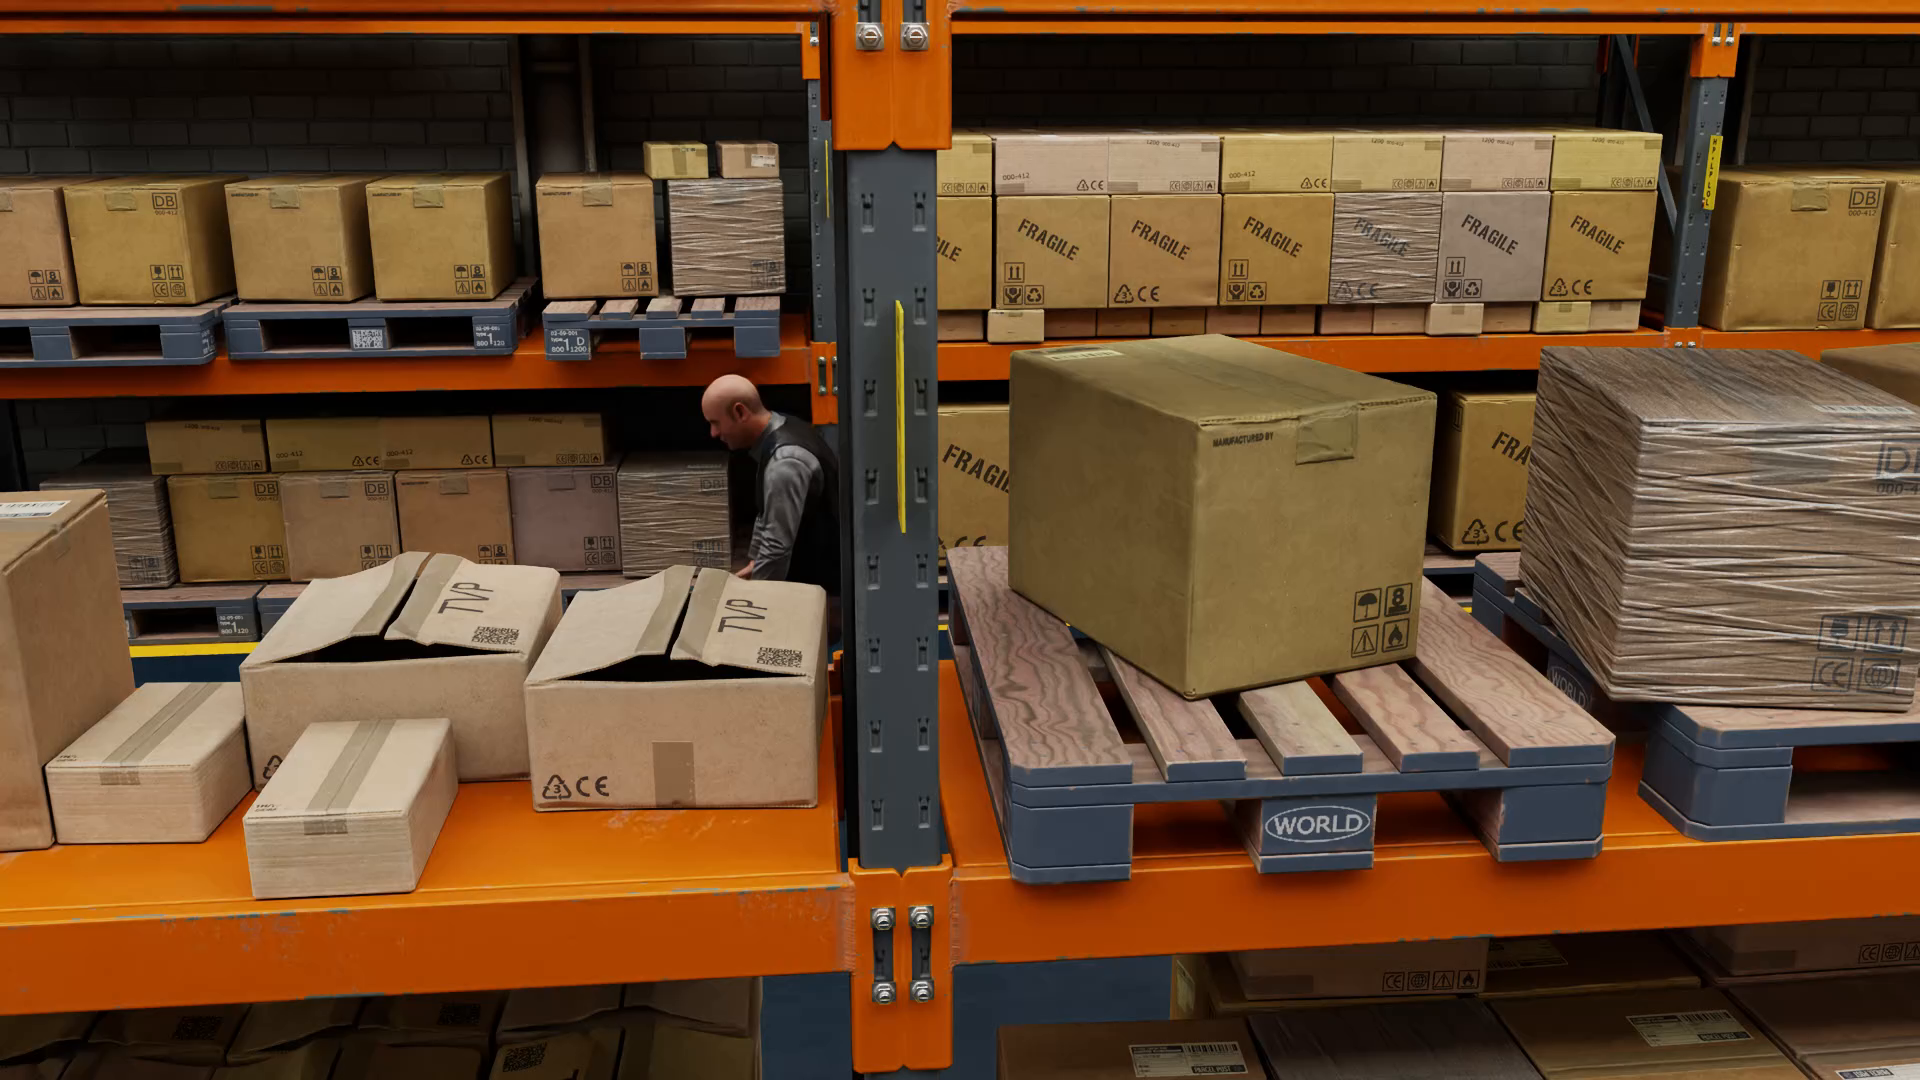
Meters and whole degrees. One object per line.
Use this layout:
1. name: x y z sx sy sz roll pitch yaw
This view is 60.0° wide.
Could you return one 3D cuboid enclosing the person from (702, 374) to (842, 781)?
1. person: -0.574 0.172 5.848 0.602 1.538 0.586 -2 17 -5
